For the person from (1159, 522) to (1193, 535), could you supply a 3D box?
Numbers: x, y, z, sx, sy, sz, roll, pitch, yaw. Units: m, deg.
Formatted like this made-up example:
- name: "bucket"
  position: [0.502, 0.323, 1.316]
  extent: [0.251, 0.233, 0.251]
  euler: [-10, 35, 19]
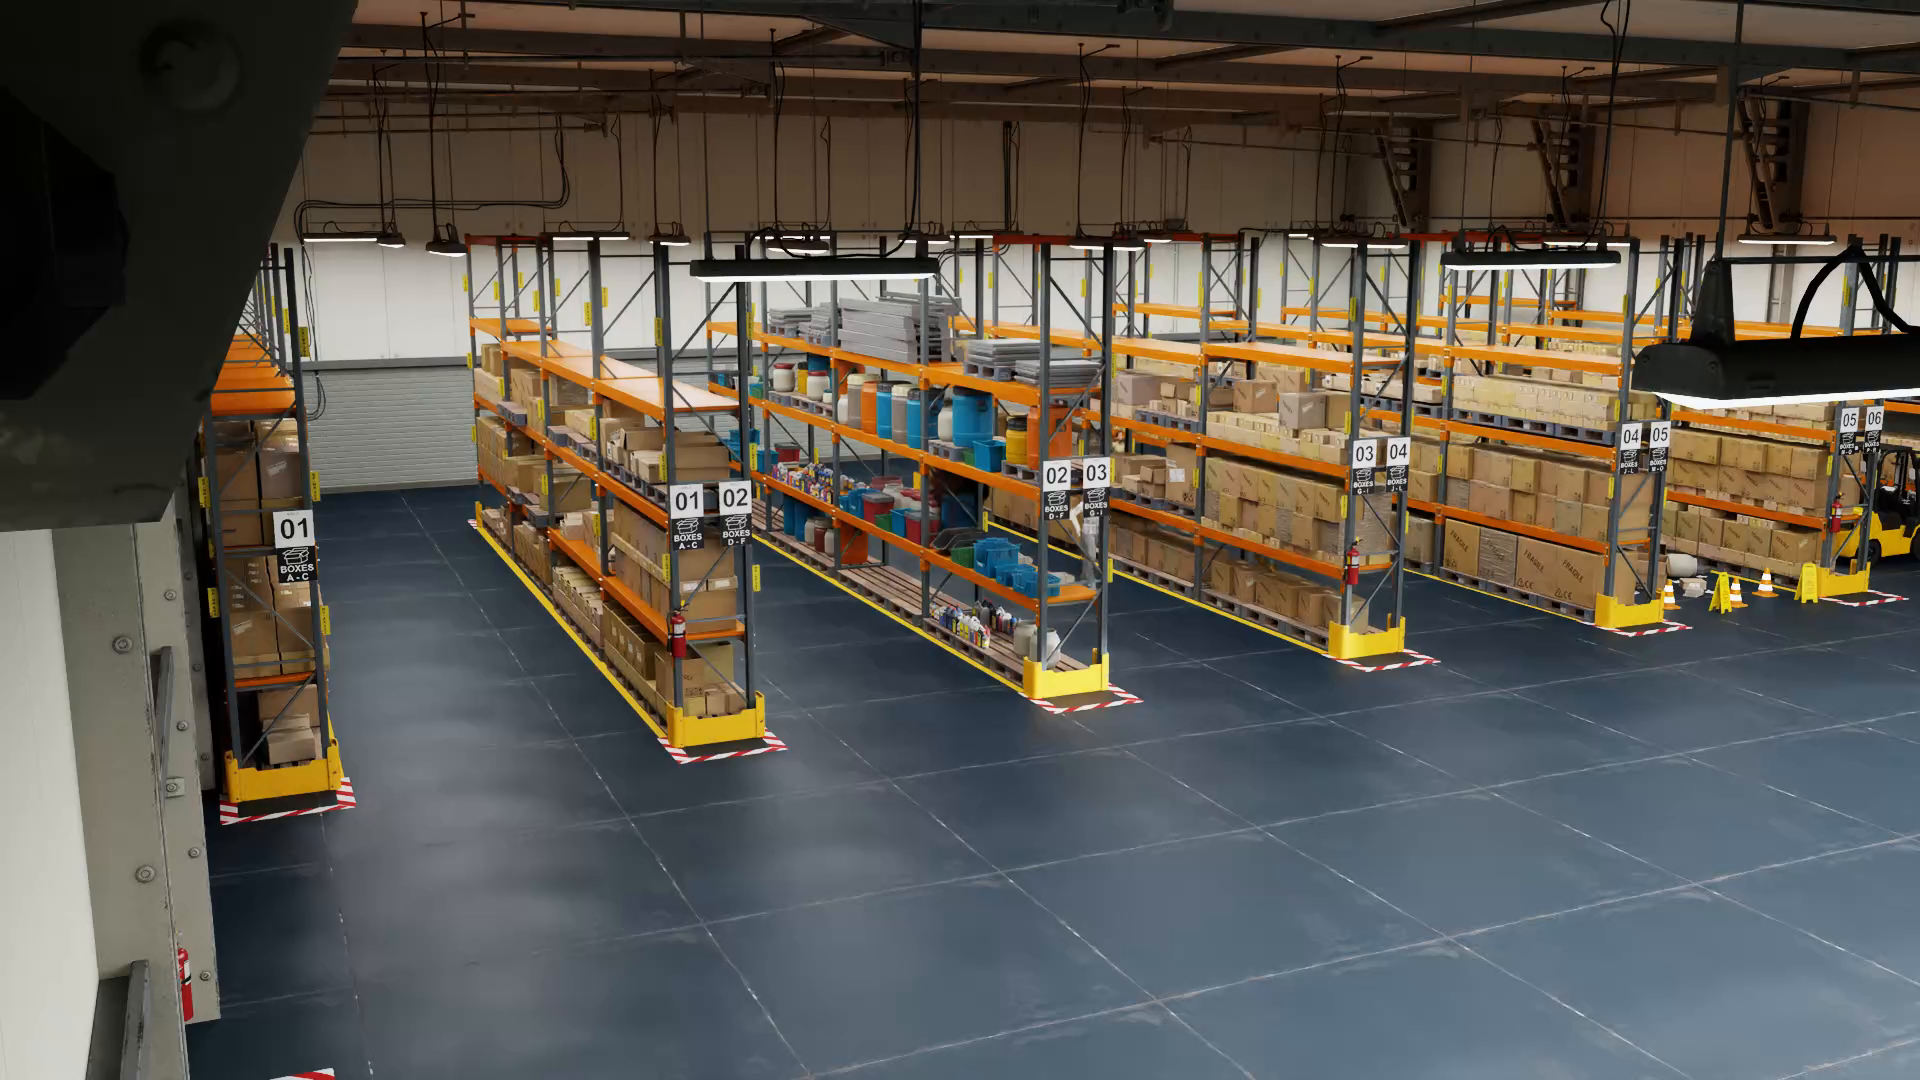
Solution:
- name: "person"
  position: [4.359, -1.033, 33.664]
  extent: [0.684, 1.781, 0.984]
  euler: [-7, 13, -33]

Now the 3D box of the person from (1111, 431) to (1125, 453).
- name: "person"
  position: [3.585, -1.642, 37.317]
  extent: [0.583, 1.626, 0.543]
  euler: [-5, 12, -24]

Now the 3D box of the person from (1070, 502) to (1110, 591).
- name: "person"
  position: [2.188, -0.035, 27.441]
  extent: [0.578, 1.802, 0.711]
  euler: [-8, 13, -35]

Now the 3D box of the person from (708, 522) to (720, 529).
- name: "person"
  position: [-4.229, -0.135, 29.315]
  extent: [0.634, 1.689, 0.663]
  euler: [-8, 14, -37]

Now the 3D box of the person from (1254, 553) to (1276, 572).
- name: "person"
  position: [5.636, -0.340, 30.289]
  extent: [0.680, 1.819, 0.794]
  euler: [-6, 12, -28]
